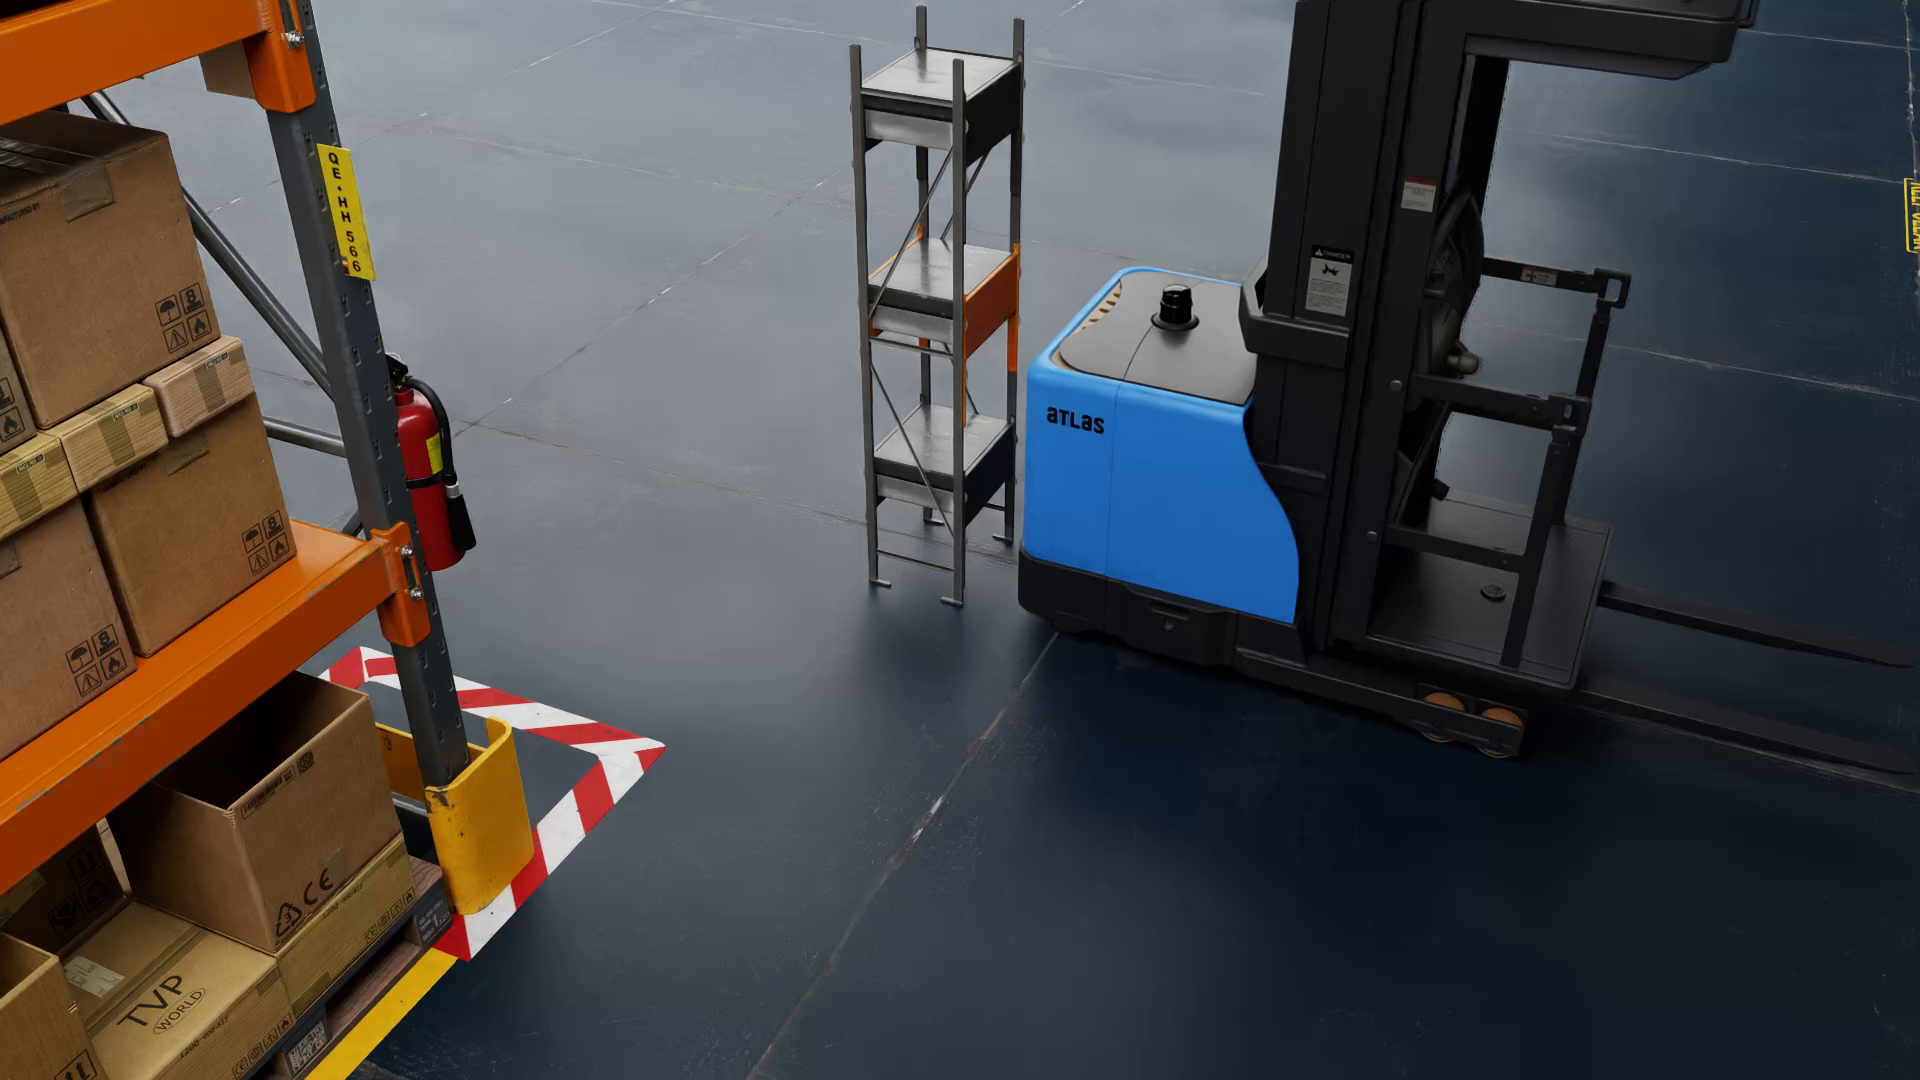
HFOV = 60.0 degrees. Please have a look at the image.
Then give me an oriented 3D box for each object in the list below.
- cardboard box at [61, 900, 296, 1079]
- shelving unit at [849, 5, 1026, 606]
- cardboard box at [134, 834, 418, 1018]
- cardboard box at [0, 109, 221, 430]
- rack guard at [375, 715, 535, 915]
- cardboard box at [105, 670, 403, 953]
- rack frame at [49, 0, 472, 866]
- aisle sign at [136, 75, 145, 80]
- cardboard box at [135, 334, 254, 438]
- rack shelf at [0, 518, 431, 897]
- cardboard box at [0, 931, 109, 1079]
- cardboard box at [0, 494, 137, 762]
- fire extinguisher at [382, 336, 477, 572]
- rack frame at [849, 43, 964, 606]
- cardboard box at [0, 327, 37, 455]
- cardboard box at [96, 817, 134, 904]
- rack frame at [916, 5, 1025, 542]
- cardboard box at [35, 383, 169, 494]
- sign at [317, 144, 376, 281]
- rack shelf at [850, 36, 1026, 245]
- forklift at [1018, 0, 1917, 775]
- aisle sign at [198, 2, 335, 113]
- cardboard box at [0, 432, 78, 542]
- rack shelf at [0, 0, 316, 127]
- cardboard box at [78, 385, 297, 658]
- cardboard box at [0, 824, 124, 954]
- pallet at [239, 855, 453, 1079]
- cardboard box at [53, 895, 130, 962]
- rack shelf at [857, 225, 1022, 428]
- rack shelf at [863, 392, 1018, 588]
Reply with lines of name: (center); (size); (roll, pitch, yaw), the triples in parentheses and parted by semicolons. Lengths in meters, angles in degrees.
cardboard box: (-2.087, 1.244, 4.242); (0.500, 0.250, 0.500); (14, 36, 20)
shelving unit: (-0.069, -0.796, 6.049); (0.431, 2.100, 0.503); (14, 36, 20)
cardboard box: (-1.888, 0.992, 4.626); (0.500, 0.250, 0.500); (14, 36, 20)
cardboard box: (-2.161, -0.645, 3.724); (0.700, 0.500, 0.500); (14, 36, 21)
rack guard: (-1.922, 0.717, 5.201); (1.175, 0.500, 0.348); (14, 36, 20)
cardboard box: (-1.886, 0.679, 4.419); (0.500, 0.500, 0.500); (14, 36, 20)
rack frame: (-1.932, -0.317, 4.498); (1.000, 3.000, 0.127); (14, 36, 20)
aisle sign: (-2.183, -1.507, 3.942); (0.394, 0.787, 0.004); (14, 36, 20)
cardboard box: (-1.919, -0.396, 3.935); (0.380, 0.149, 0.250); (14, 36, 20)
rack shelf: (-2.769, 0.980, 3.176); (1.077, 0.370, 4.000); (14, 36, 20)
cardboard box: (-2.291, 1.181, 3.655); (0.500, 0.500, 0.500); (14, 36, 20)
cardboard box: (-2.355, 0.134, 3.720); (0.700, 0.500, 0.500); (15, 36, 22)
fire extinguisher: (-1.461, -0.237, 4.446); (0.296, 0.674, 0.183); (14, 36, 20)
rack frame: (-0.171, -0.674, 5.863); (0.400, 2.100, 0.015); (14, 36, 20)
cardboard box: (-2.376, -0.382, 3.323); (0.700, 0.500, 0.500); (13, 36, 19)
cardboard box: (-2.359, 0.873, 4.807); (0.500, 0.250, 0.500); (14, 36, 20)
rack frame: (0.033, -0.917, 6.234); (0.400, 2.100, 0.015); (14, 36, 20)
cardboard box: (-2.027, -0.265, 3.736); (0.380, 0.149, 0.250); (15, 36, 22)
sign: (-1.445, -0.769, 3.915); (0.100, 0.325, 0.005); (14, 36, 20)
rack shelf: (-0.069, -1.370, 5.672); (0.431, 0.518, 0.480); (14, 36, 20)
forklift: (1.776, -0.822, 5.331); (3.031, 2.935, 1.130); (14, 36, 21)
aisle sign: (-1.638, -1.369, 3.732); (0.394, 0.787, 0.004); (14, 36, 20)
cardboard box: (-2.134, -0.138, 3.542); (0.380, 0.149, 0.250); (14, 36, 20)
rack shelf: (-2.769, -0.274, 2.353); (1.077, 0.370, 4.000); (14, 36, 20)
cardboard box: (-2.139, -0.129, 4.120); (0.700, 0.500, 0.500); (14, 36, 20)
cardboard box: (-2.566, 0.809, 4.221); (0.500, 0.500, 0.500); (14, 36, 20)
pallet: (-2.214, 1.240, 4.667); (1.003, 0.211, 1.213); (14, 36, 20)
cardboard box: (-2.565, 1.123, 4.426); (0.500, 0.250, 0.500); (14, 36, 20)
rack shelf: (-0.069, -0.784, 6.056); (0.431, 0.518, 0.480); (14, 36, 20)
rack shelf: (-0.069, -0.199, 6.440); (0.431, 0.518, 0.480); (14, 36, 20)
